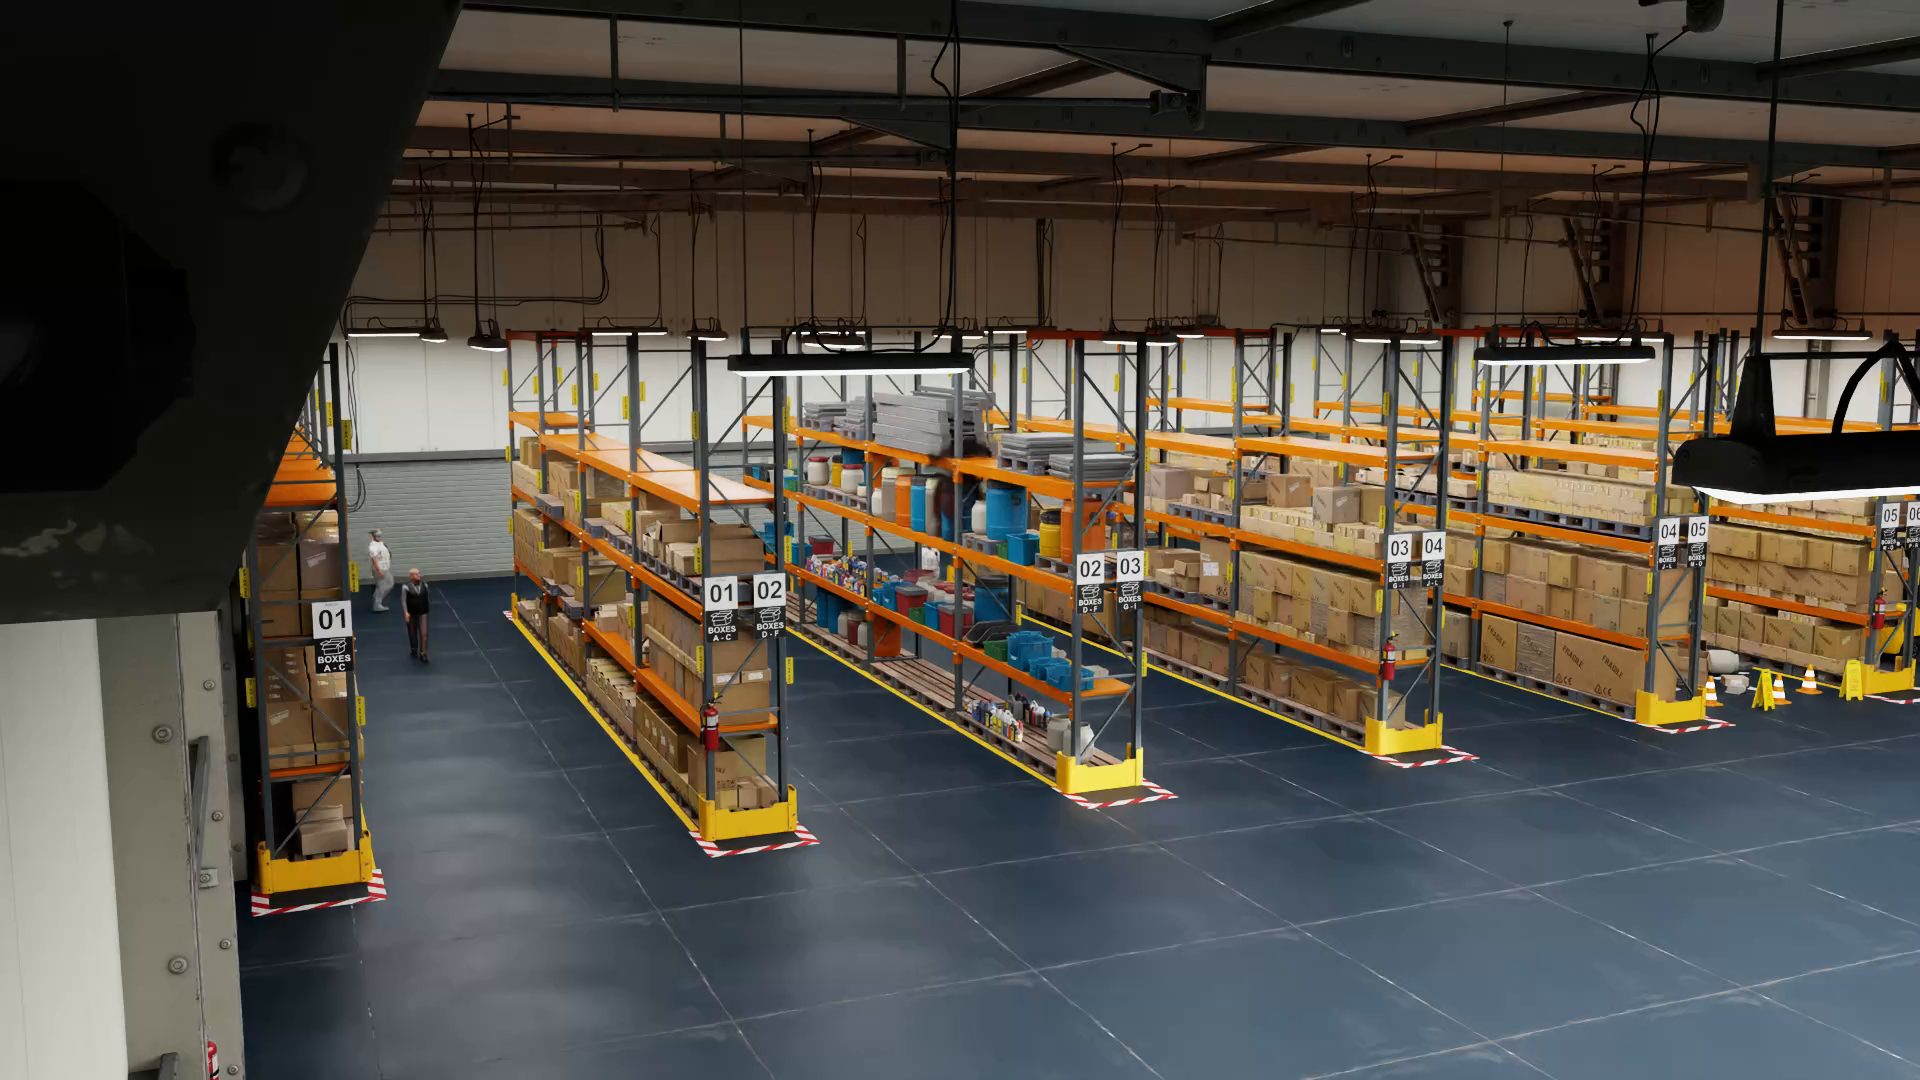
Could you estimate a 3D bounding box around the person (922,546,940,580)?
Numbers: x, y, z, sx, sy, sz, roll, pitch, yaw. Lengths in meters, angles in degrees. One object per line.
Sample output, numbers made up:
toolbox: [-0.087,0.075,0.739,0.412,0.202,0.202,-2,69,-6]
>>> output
person: [-0.637,0.711,35.343,0.535,1.643,0.951,-4,9,-28]

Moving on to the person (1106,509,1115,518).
person: [3.703,-0.106,41.429,0.480,1.606,0.970,2,8,11]

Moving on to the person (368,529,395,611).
person: [-12.319,0.641,35.426,0.475,1.765,0.557,-2,8,-13]

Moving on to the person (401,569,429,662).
person: [-9.961,1.364,30.437,0.510,1.685,0.977,-3,8,-19]
